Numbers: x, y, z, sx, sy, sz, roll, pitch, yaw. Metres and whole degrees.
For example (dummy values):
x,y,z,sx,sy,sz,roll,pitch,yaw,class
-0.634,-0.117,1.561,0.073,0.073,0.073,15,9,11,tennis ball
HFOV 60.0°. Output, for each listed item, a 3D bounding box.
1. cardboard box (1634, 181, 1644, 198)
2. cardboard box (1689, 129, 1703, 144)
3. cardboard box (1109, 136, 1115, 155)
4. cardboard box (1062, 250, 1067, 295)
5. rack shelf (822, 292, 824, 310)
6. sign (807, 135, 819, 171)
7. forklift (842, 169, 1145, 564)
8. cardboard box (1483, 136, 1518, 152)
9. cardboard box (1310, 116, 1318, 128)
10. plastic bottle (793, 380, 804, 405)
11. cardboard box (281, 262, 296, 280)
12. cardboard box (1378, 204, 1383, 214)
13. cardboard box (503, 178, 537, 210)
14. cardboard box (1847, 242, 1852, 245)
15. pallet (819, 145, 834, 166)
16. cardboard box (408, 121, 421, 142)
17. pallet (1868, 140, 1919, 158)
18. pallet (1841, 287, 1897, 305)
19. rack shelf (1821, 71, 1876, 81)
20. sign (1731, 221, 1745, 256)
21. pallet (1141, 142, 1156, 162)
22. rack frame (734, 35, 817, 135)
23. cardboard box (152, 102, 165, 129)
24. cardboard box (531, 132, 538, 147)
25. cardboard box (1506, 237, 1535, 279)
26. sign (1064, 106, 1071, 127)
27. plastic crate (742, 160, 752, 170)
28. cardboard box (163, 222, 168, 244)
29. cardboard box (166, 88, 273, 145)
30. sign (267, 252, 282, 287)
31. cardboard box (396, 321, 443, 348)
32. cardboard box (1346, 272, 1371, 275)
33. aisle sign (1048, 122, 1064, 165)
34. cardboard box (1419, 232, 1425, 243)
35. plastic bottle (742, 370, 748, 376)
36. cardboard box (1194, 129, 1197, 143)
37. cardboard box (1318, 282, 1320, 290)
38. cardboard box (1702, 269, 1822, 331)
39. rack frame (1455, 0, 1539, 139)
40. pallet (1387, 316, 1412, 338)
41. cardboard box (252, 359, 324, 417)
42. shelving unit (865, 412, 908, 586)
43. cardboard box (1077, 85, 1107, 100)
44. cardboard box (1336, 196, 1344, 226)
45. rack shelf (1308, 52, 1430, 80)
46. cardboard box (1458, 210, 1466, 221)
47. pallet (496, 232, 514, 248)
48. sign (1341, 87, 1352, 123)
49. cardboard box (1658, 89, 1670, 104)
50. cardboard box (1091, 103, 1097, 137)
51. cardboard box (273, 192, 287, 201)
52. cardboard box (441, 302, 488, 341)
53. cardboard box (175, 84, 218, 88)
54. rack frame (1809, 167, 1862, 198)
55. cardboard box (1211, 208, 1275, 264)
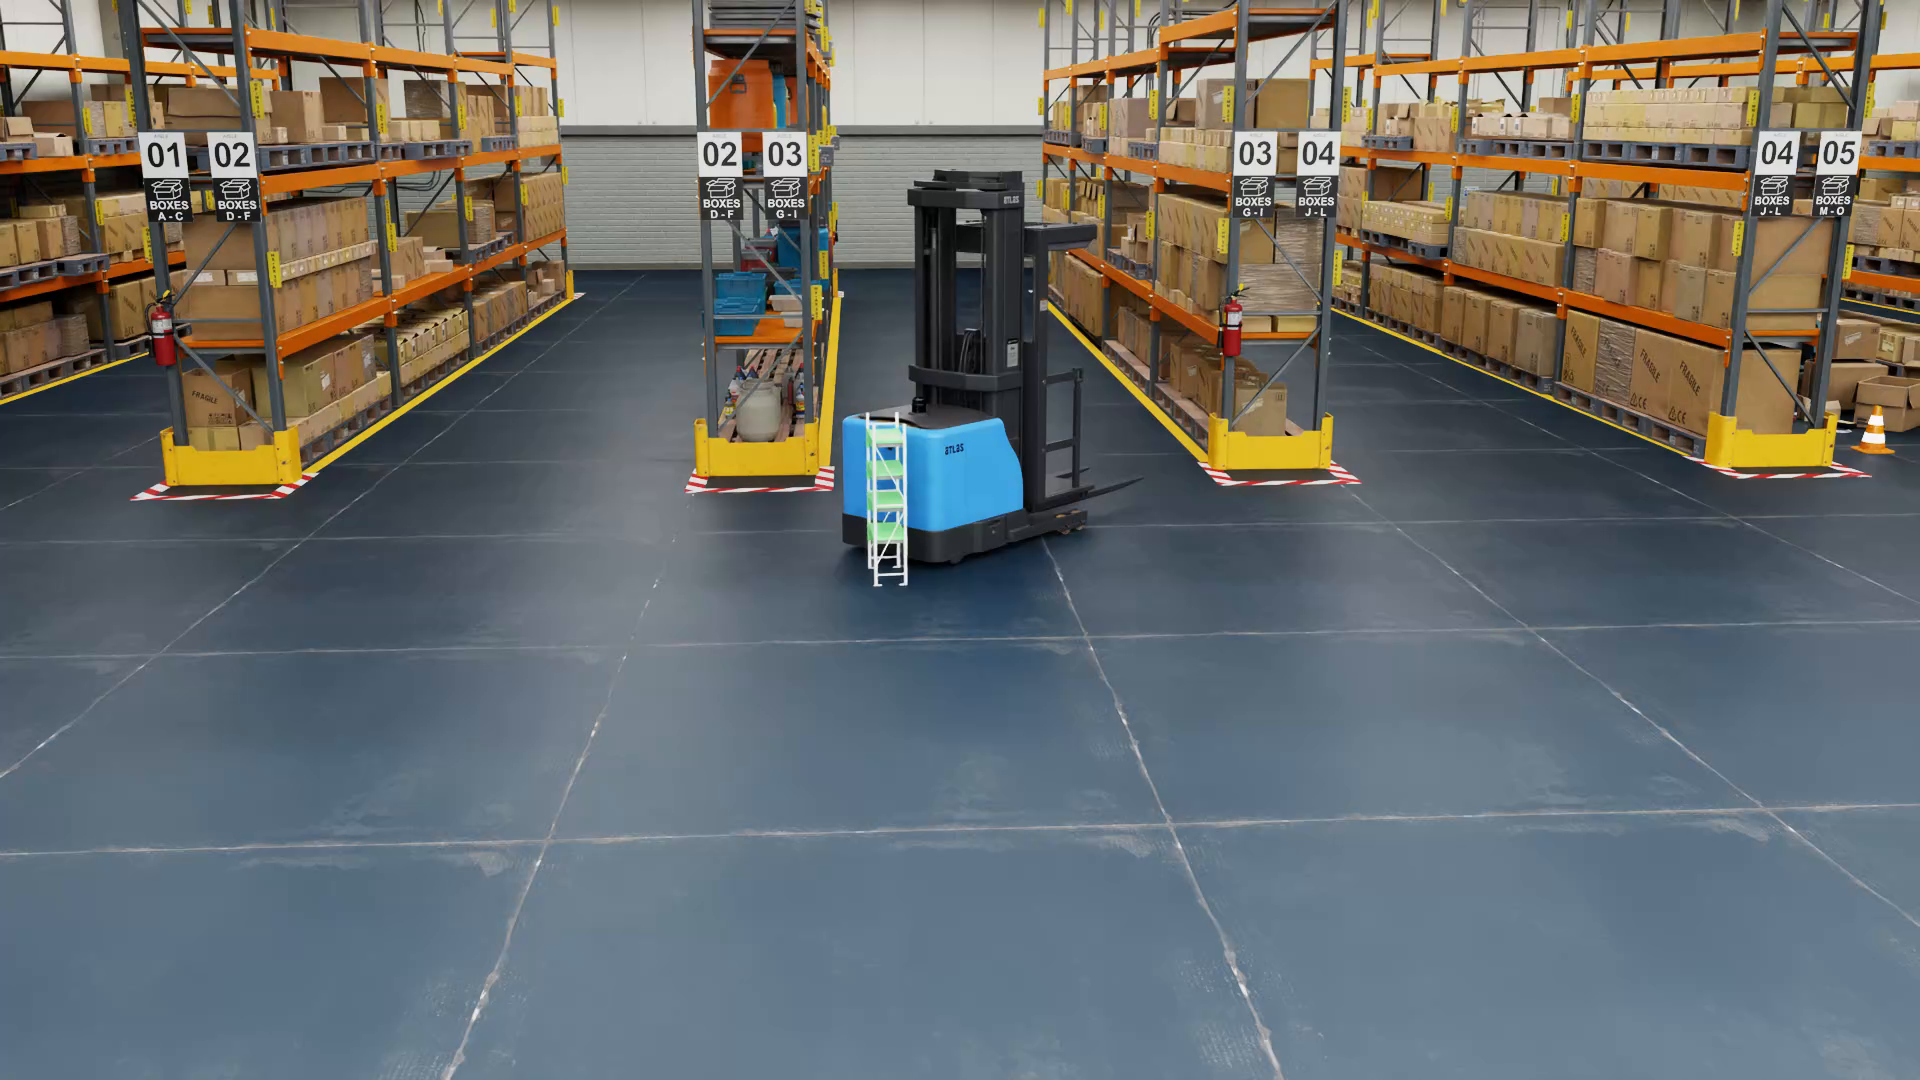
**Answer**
x,y,z,sx,sy,sz,roll,pitch,yaw,class
11.888,-5.951,28.428,0.500,0.500,0.500,-1,14,-4,cardboard box
7.597,-4.069,16.762,0.380,0.149,0.250,-1,14,-3,cardboard box
2.325,-5.417,22.840,0.500,0.250,0.500,-1,14,-2,cardboard box
2.285,-4.716,29.256,0.875,0.875,0.875,-1,14,-3,cardboard box
-2.270,-3.235,21.524,1.077,0.370,4.000,-1,14,-3,rack shelf
-1.349,-3.556,15.289,0.100,0.325,0.005,-1,14,-3,sign
0.412,-1.538,13.622,1.130,2.935,3.031,12,19,39,forklift
7.737,-5.856,24.046,0.500,0.500,0.500,-1,14,-3,cardboard box
6.779,-7.705,30.731,0.500,0.250,0.500,-1,14,-3,cardboard box
-1.780,-1.656,18.526,0.152,0.276,0.135,-1,14,-2,plastic bottle
-6.685,-2.607,16.136,0.380,0.149,0.250,-1,14,-3,cardboard box
6.874,-5.273,26.469,0.380,0.149,0.250,-1,14,-4,cardboard box
-7.366,-5.783,27.774,0.500,0.500,0.500,-1,14,-5,cardboard box
12.320,-4.041,22.875,0.380,0.149,0.250,0,14,0,cardboard box
-2.004,-4.269,18.459,1.213,0.211,1.003,-1,14,-3,pallet
-7.179,-5.204,21.172,0.500,0.250,0.500,-1,14,-5,cardboard box
12.689,-5.090,21.648,1.213,0.211,1.003,-1,14,-3,pallet
17.027,-4.507,30.621,1.003,0.211,1.213,-1,14,-3,pallet
17.023,-8.436,29.703,1.077,0.370,4.000,-1,14,-3,rack shelf
7.460,-2.890,15.939,0.100,0.325,0.005,-1,14,-3,sign
2.866,-4.680,20.051,1.213,0.211,1.003,-1,14,-3,pallet
-2.146,-5.992,18.754,1.000,3.000,0.127,-1,14,-3,rack frame
-12.585,-6.416,25.341,0.700,0.500,0.500,-2,15,-6,cardboard box
-7.425,-6.754,28.037,0.500,0.250,0.500,-1,14,-3,cardboard box
7.393,-3.639,21.451,0.500,0.500,0.500,-1,14,-3,cardboard box
1.748,-6.885,27.048,0.100,0.325,0.005,-1,14,-3,sign
-2.317,-4.006,17.088,0.392,0.384,0.575,-1,14,-3,plastic crate
-12.149,-4.638,24.695,0.500,0.500,0.500,0,14,-2,cardboard box
-6.873,-3.933,15.440,0.797,0.503,0.637,0,14,0,cardboard box
-6.288,-2.480,15.251,0.100,0.325,0.005,-1,14,-3,sign
-6.963,-2.643,21.328,0.500,0.311,0.500,0,14,-2,cardboard box
6.961,-4.589,29.028,0.380,0.149,0.250,0,14,-2,cardboard box
1.750,-7.419,31.125,0.394,0.787,0.004,-1,14,-3,aisle sign
7.004,-4.468,24.533,0.380,0.149,0.250,-1,14,-4,cardboard box
-2.516,-1.814,19.141,0.152,0.276,0.135,0,14,-1,plastic bottle
2.679,-4.263,17.556,0.380,0.149,0.250,-1,14,-2,cardboard box
6.750,-4.695,30.633,0.380,0.149,0.250,-1,14,-3,cardboard box
7.934,-2.383,16.469,0.875,0.550,0.550,-1,14,-3,cardboard box
7.507,-7.114,23.117,1.000,3.000,0.127,-1,14,-3,rack frame
7.387,-3.355,26.144,1.003,0.211,1.213,-1,14,-3,pallet
-6.686,-1.512,16.553,0.500,0.500,0.500,-1,14,-3,cardboard box
-0.544,-0.308,12.316,0.258,1.200,0.503,-2,15,-8,shelving unit
2.250,-7.502,27.896,0.500,0.250,0.500,-2,15,-7,cardboard box
6.886,-5.765,29.115,0.500,0.500,0.500,-1,14,-4,cardboard box
7.135,-8.256,29.007,1.077,0.370,4.000,-1,14,-3,rack shelf
7.641,-4.824,24.725,0.380,0.149,0.250,-1,14,-4,cardboard box
-7.645,-4.707,26.185,1.003,0.211,1.213,-1,14,-3,pallet
3.587,-4.052,15.482,0.100,0.325,0.005,-1,14,-3,sign
7.548,-4.646,17.405,0.380,0.149,0.250,-1,14,-3,cardboard box
2.402,-6.371,25.199,0.797,0.503,0.637,-1,14,-4,cardboard box
-12.736,-5.936,29.976,0.980,0.700,0.700,0,14,-1,cardboard box
-7.081,-3.125,23.788,0.500,0.500,0.500,0,14,-1,cardboard box
-12.294,-7.099,26.832,0.500,0.500,0.500,-1,14,-4,cardboard box
16.899,-6.378,32.294,1.000,3.000,0.127,-1,14,-3,rack frame
2.765,-2.977,16.275,0.500,0.500,0.500,-1,14,-3,cardboard box
